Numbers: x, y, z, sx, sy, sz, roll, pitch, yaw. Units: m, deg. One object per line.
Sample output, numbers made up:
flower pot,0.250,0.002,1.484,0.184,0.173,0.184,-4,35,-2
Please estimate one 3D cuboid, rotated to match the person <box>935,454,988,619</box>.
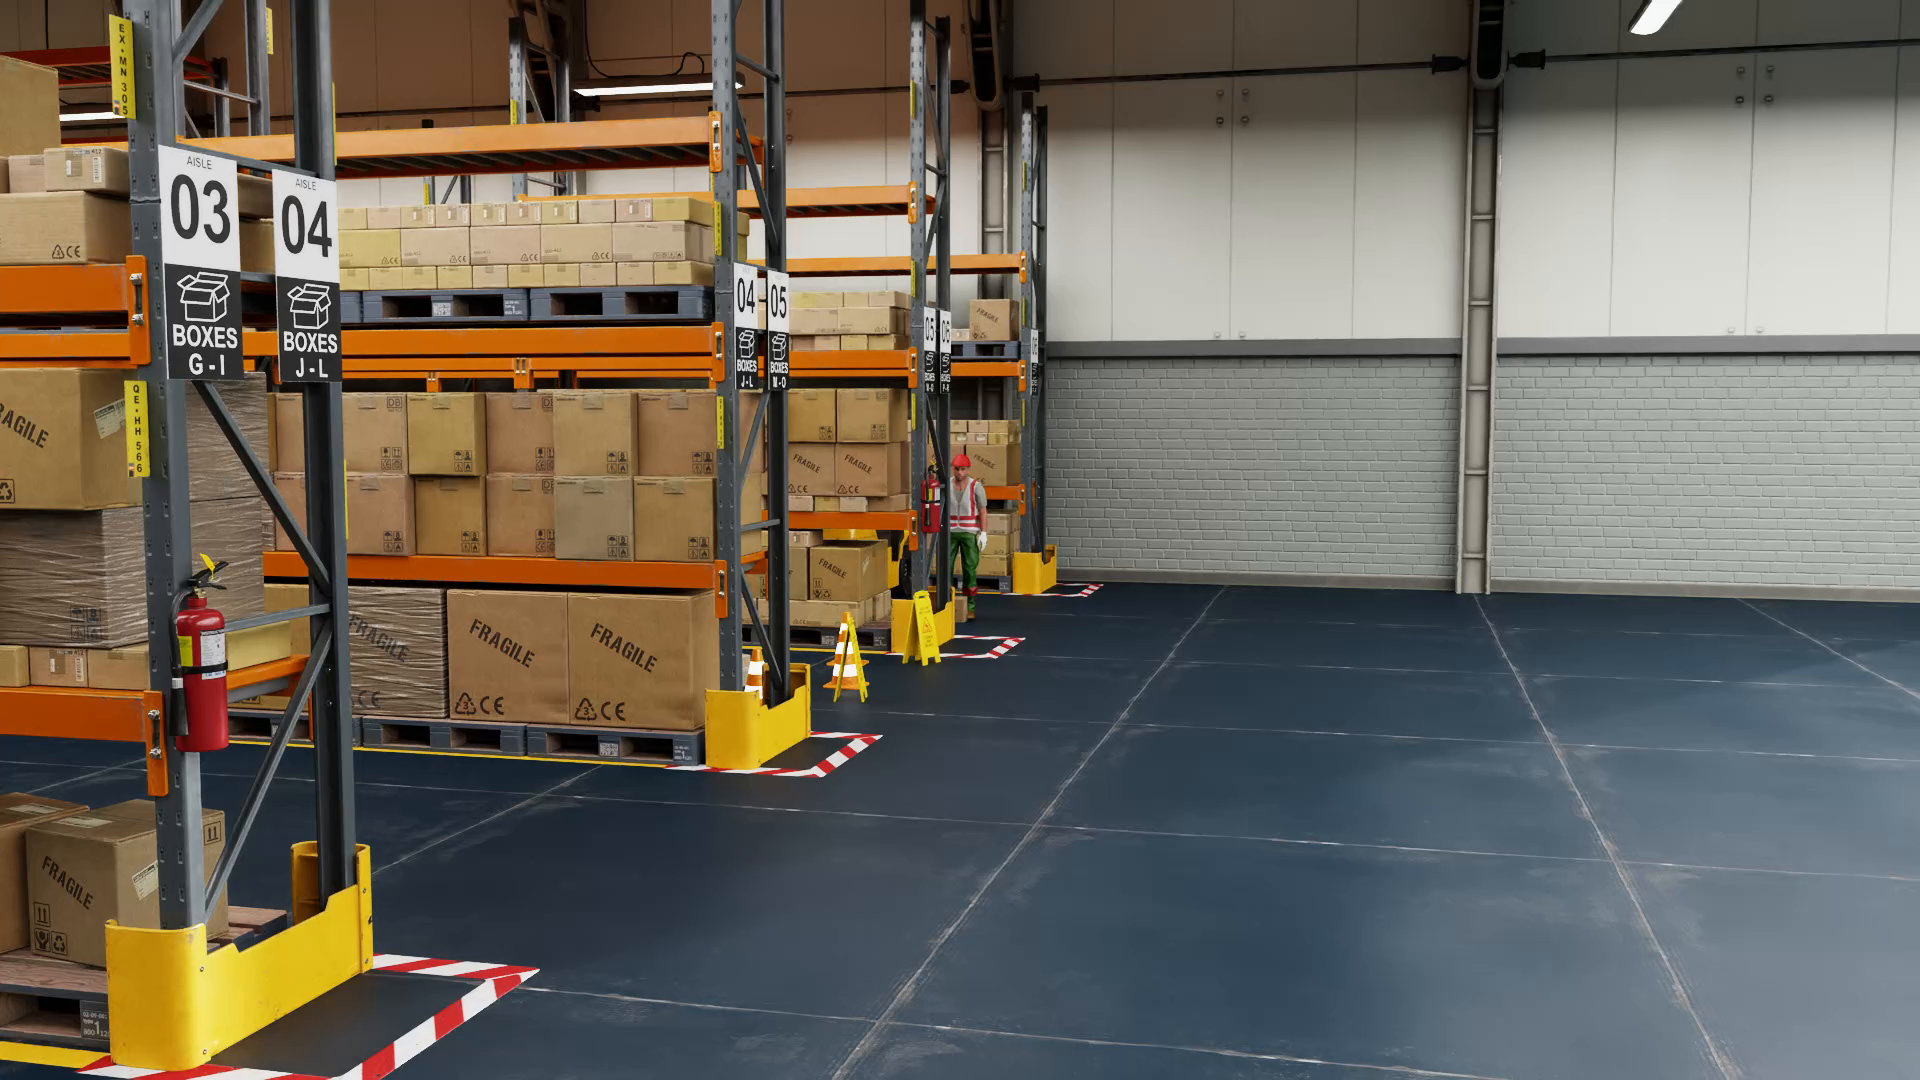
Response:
person,-0.004,-0.040,17.856,0.612,1.778,0.451,1,5,10
